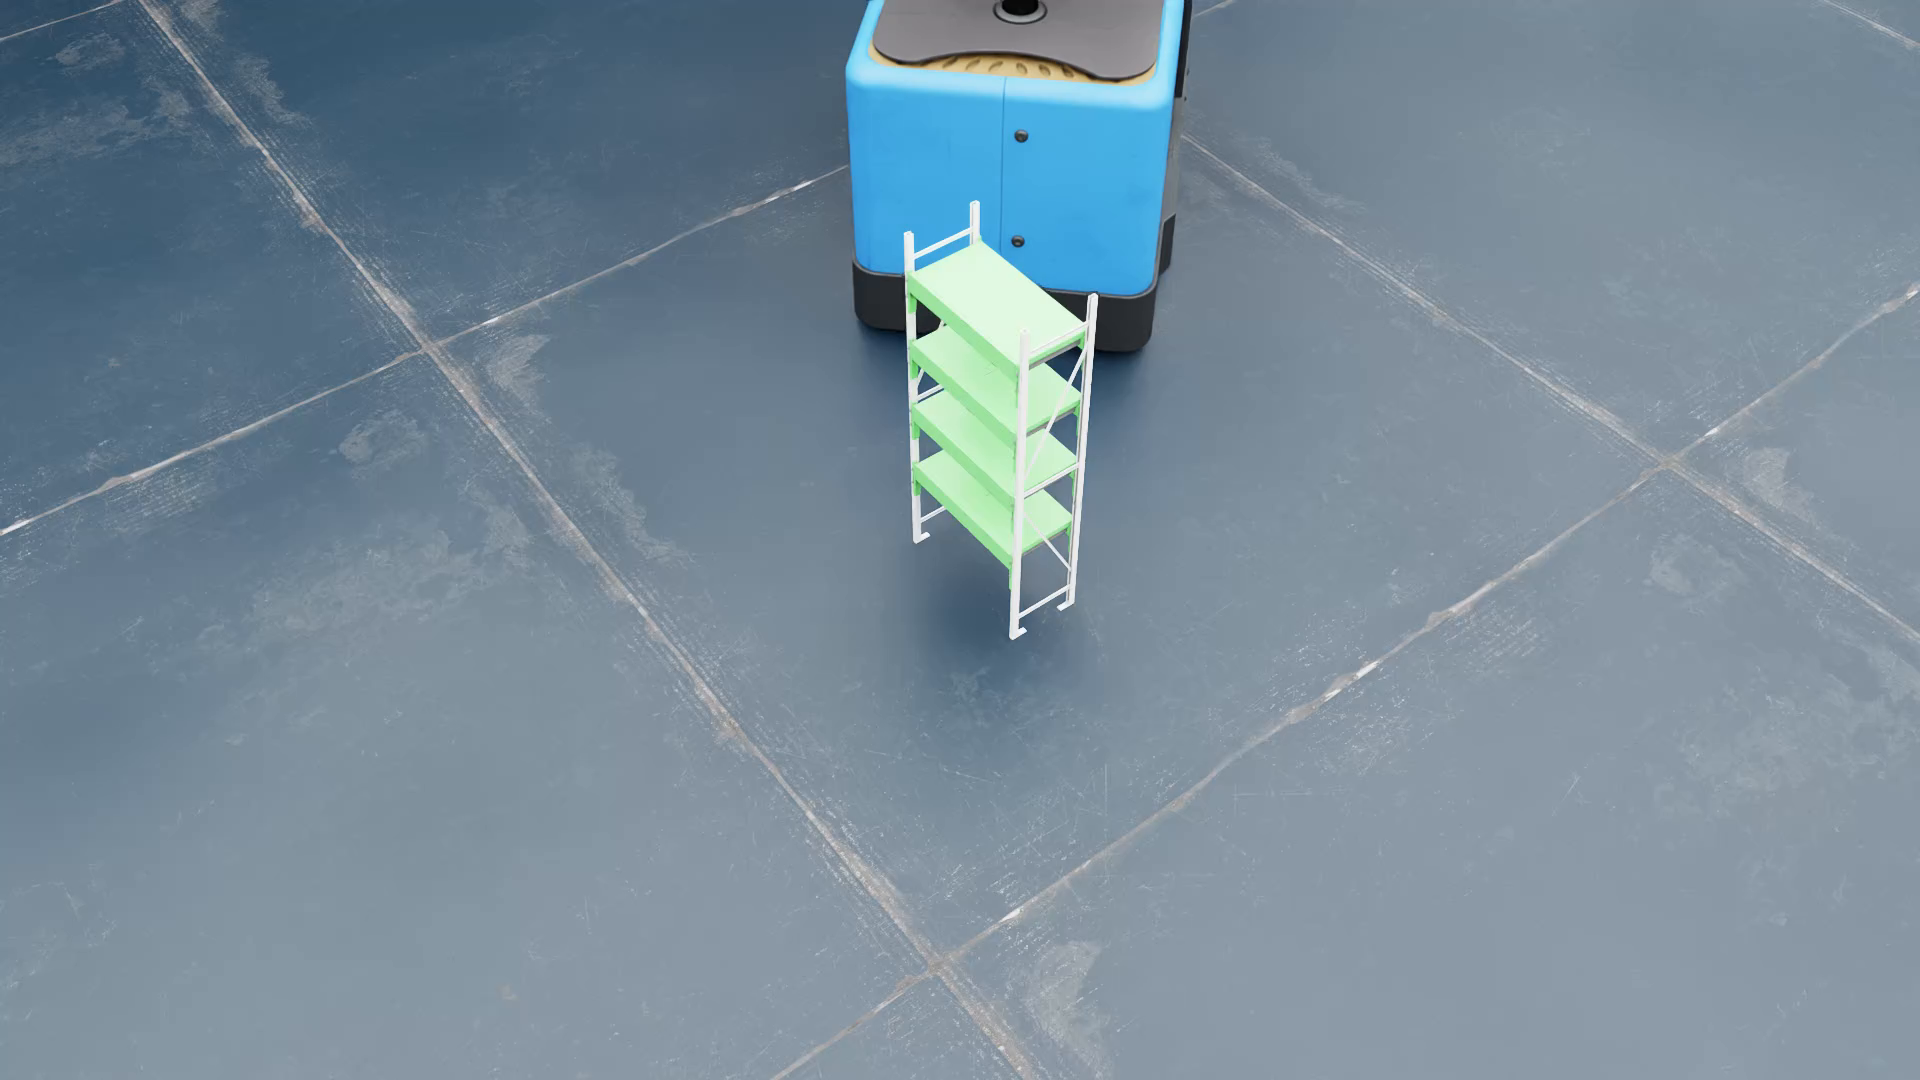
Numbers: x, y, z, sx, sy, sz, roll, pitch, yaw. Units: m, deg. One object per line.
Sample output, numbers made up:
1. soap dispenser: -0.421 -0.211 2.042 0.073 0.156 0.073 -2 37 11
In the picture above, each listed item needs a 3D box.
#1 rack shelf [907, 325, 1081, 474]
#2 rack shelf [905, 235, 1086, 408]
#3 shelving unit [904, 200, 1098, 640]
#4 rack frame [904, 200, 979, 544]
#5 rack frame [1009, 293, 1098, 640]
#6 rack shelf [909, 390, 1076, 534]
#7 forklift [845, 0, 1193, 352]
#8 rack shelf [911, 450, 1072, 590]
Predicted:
1. rack shelf: 0.100 -0.424 4.587 0.258 0.148 0.480 -29 54 -24
2. rack shelf: 0.100 -0.585 4.409 0.258 0.148 0.480 -29 54 -24
3. shelving unit: 0.100 -0.305 4.717 0.258 1.200 0.503 -29 54 -24
4. rack frame: -0.048 -0.449 4.847 0.240 1.200 0.015 -29 54 -24
5. rack frame: 0.248 -0.162 4.587 0.240 1.200 0.015 -29 54 -24
6. rack shelf: 0.100 -0.262 4.764 0.258 0.148 0.480 -29 54 -24
7. forklift: 0.357 -2.741 5.756 1.130 2.935 3.031 6 48 6
8. rack shelf: 0.100 -0.101 4.942 0.258 0.148 0.480 -29 54 -24
